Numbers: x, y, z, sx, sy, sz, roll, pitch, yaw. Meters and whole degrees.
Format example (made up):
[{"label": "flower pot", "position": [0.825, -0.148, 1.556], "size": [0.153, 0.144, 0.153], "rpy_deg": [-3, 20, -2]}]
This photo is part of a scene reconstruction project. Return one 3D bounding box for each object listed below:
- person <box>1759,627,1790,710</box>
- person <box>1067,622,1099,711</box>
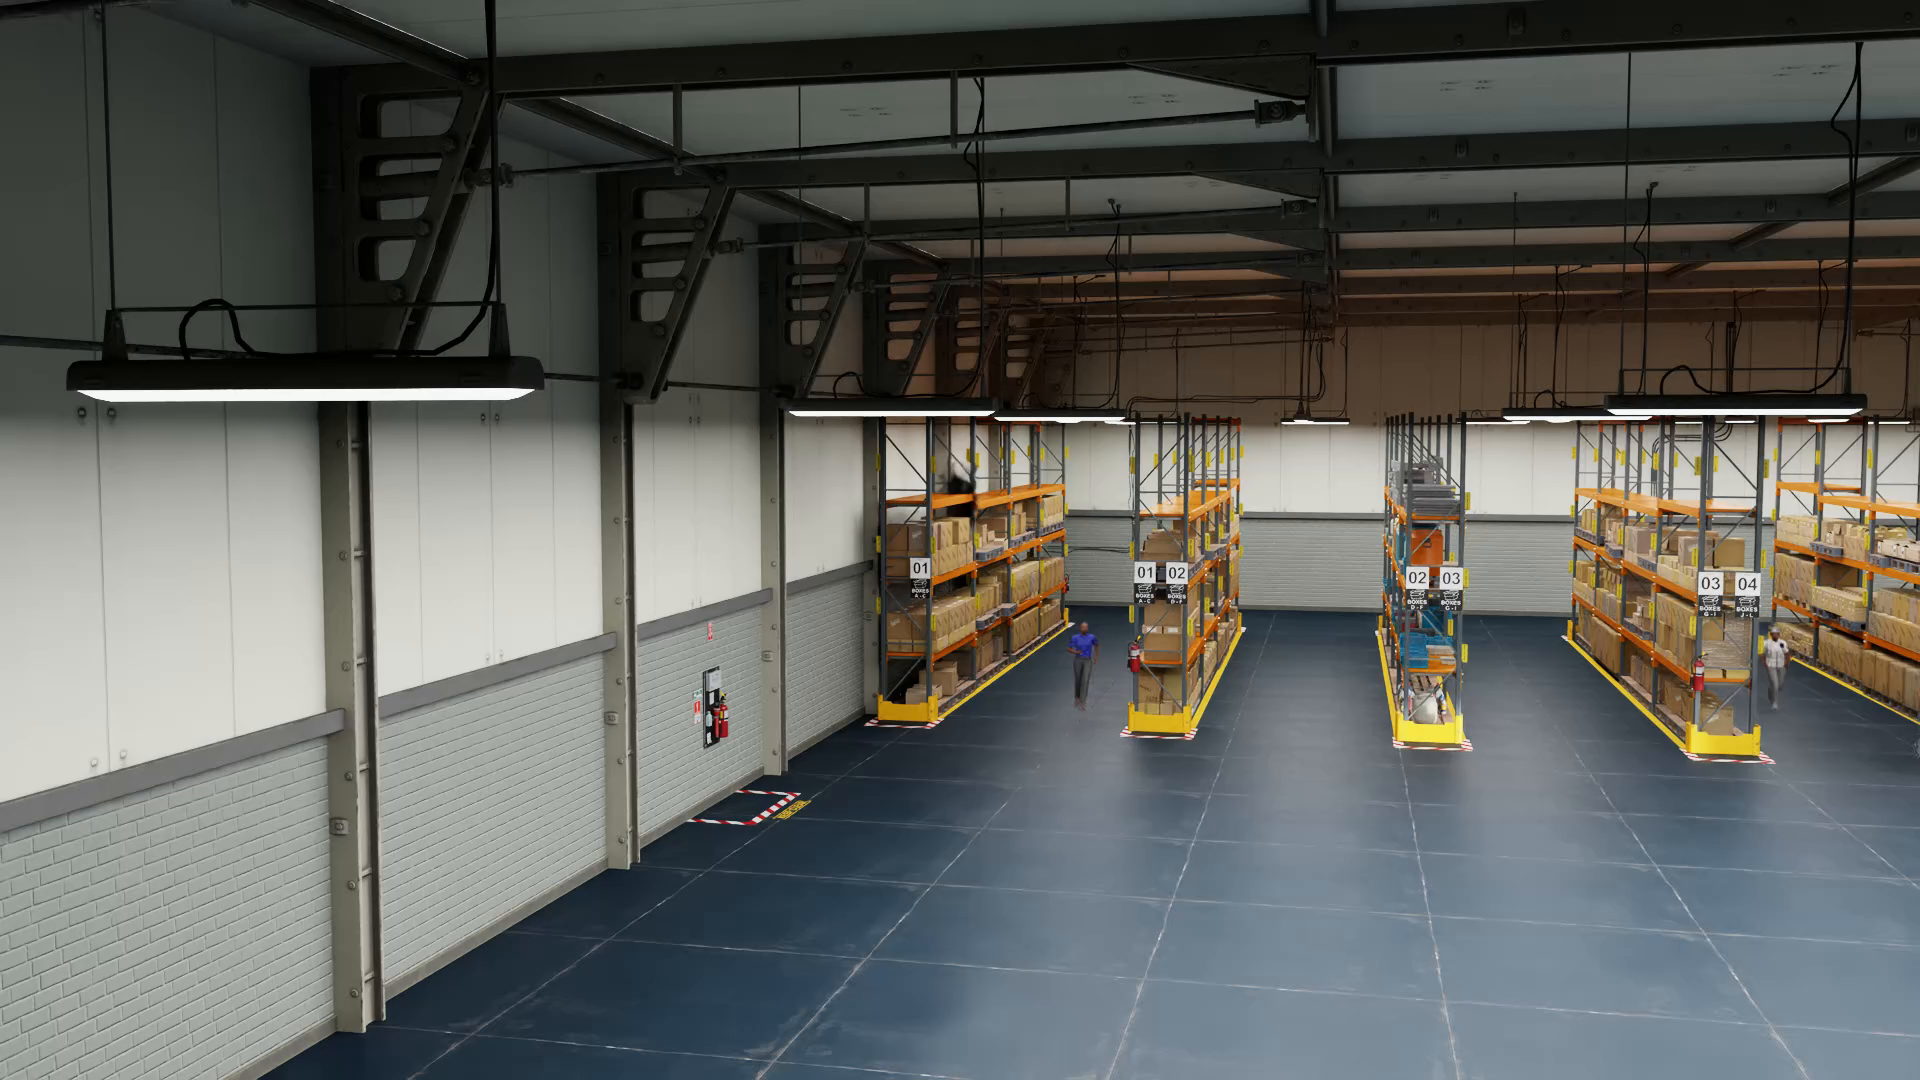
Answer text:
[{"label": "person", "position": [16.665, 2.599, 34.014], "size": [0.576, 1.686, 0.615], "rpy_deg": [1, 4, 12]}, {"label": "person", "position": [2.390, 2.438, 32.276], "size": [0.626, 1.700, 0.792], "rpy_deg": [0, 4, 0]}]
